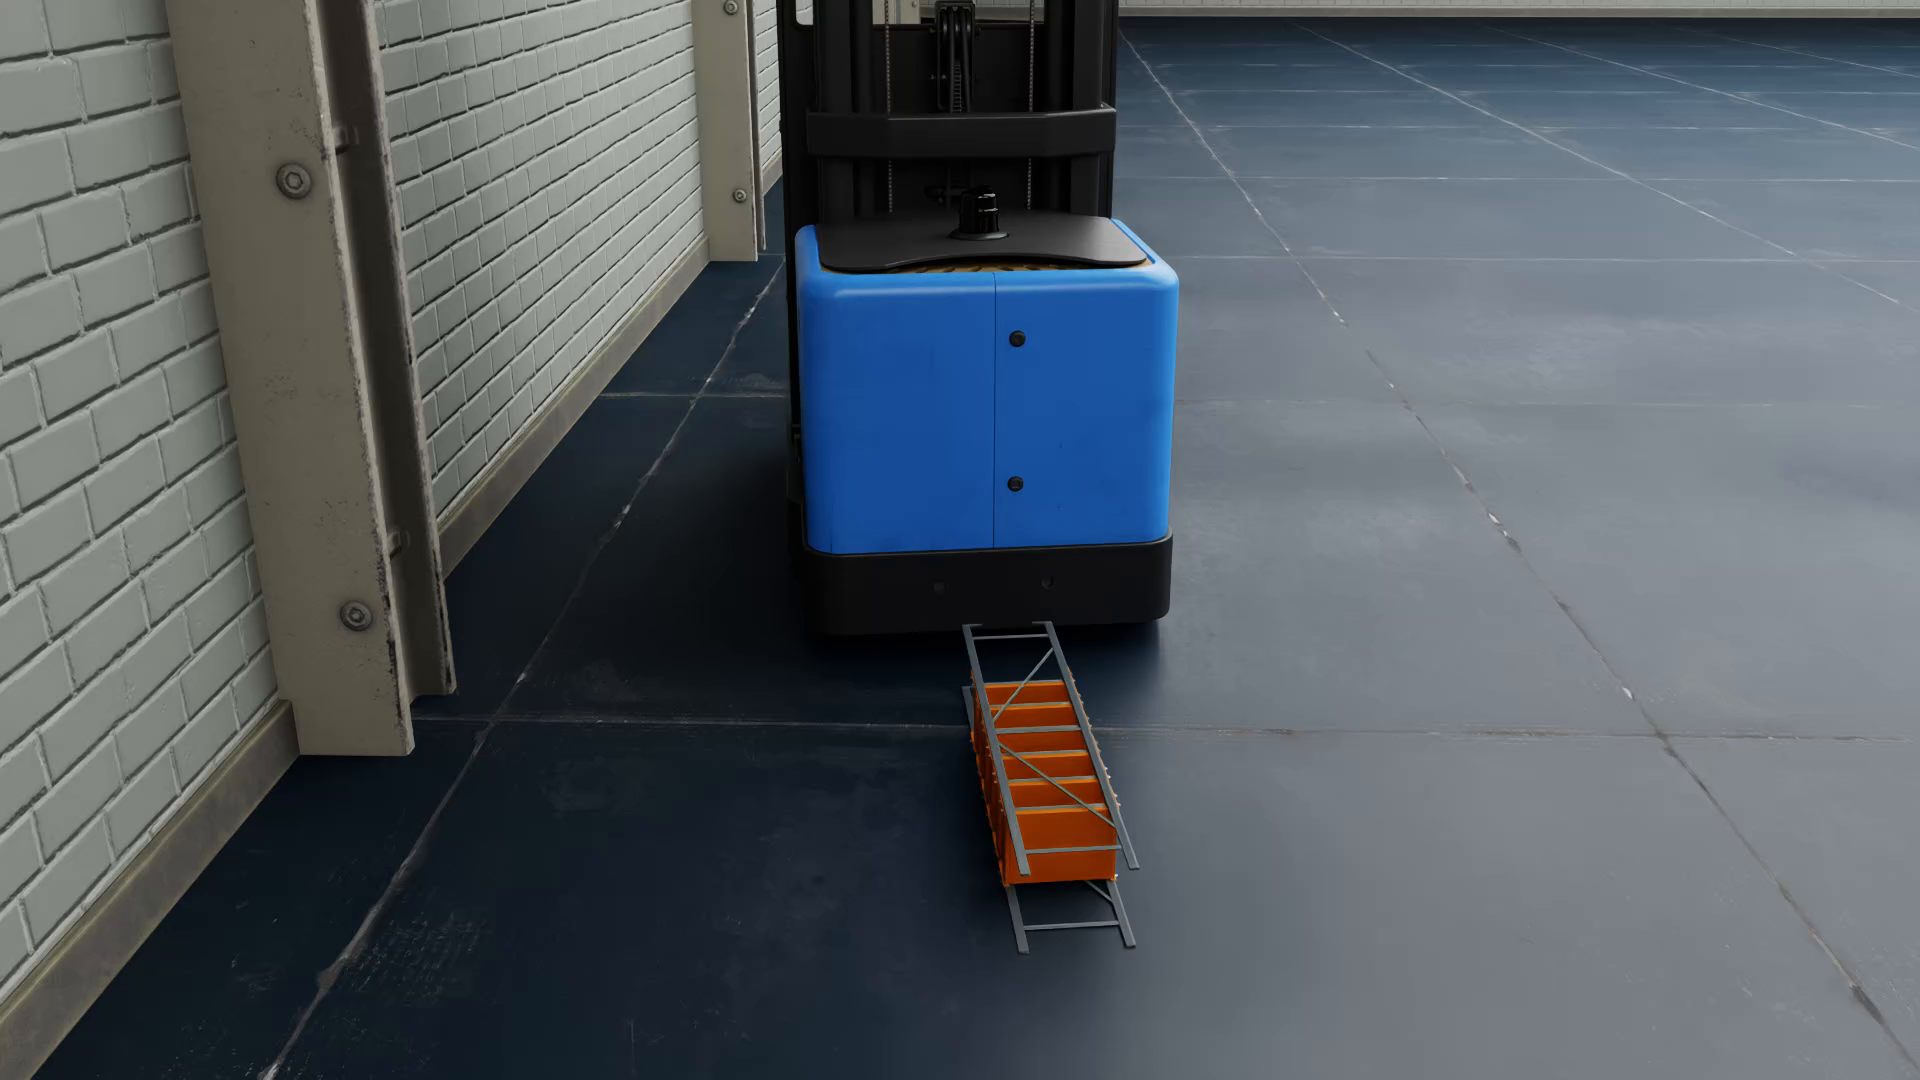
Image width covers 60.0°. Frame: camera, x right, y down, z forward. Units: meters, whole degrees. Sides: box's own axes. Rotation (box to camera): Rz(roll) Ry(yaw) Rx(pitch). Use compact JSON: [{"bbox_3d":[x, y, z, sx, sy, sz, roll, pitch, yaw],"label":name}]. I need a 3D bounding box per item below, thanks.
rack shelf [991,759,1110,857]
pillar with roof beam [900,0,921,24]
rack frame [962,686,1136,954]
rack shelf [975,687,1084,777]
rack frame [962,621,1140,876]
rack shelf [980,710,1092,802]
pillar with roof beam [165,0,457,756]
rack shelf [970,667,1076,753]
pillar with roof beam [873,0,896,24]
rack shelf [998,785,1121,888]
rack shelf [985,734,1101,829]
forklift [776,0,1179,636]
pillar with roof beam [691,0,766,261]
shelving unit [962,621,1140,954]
[{"bbox_3d":[0.200,0.599,3.719,0.258,0.180,0.103,-2,22,-5],"label":"rack shelf"},{"bbox_3d":[3.509,-12.361,24.947,9.100,9.000,0.400,1,21,2],"label":"pillar with roof beam"},{"bbox_3d":[0.182,0.612,3.933,0.240,0.006,1.200,-2,22,-5],"label":"rack frame"},{"bbox_3d":[0.166,0.467,4.052,0.258,0.180,0.103,-2,22,-5],"label":"rack shelf"},{"bbox_3d":[0.182,0.442,3.866,0.240,0.006,1.200,-2,22,-5],"label":"rack frame"},{"bbox_3d":[0.177,0.511,3.941,0.258,0.180,0.103,-2,22,-5],"label":"rack shelf"},{"bbox_3d":[2.779,-3.684,2.582,9.100,9.000,0.400,1,21,2],"label":"pillar with roof beam"},{"bbox_3d":[0.154,0.423,4.163,0.258,0.180,0.103,-2,22,-5],"label":"rack shelf"},{"bbox_3d":[3.327,-10.192,19.356,9.100,9.000,0.400,1,21,2],"label":"pillar with roof beam"},{"bbox_3d":[0.212,0.642,3.608,0.258,0.180,0.103,-2,22,-5],"label":"rack shelf"},{"bbox_3d":[0.189,0.555,3.830,0.258,0.180,0.103,-2,22,-5],"label":"rack shelf"},{"bbox_3d":[-0.067,-1.593,5.582,1.130,2.935,3.031,-2,21,-6],"label":"forklift"},{"bbox_3d":[2.962,-5.853,8.173,9.100,9.000,0.400,1,21,2],"label":"pillar with roof beam"},{"bbox_3d":[0.182,0.527,3.900,0.258,0.189,1.200,-2,22,-5],"label":"shelving unit"}]
